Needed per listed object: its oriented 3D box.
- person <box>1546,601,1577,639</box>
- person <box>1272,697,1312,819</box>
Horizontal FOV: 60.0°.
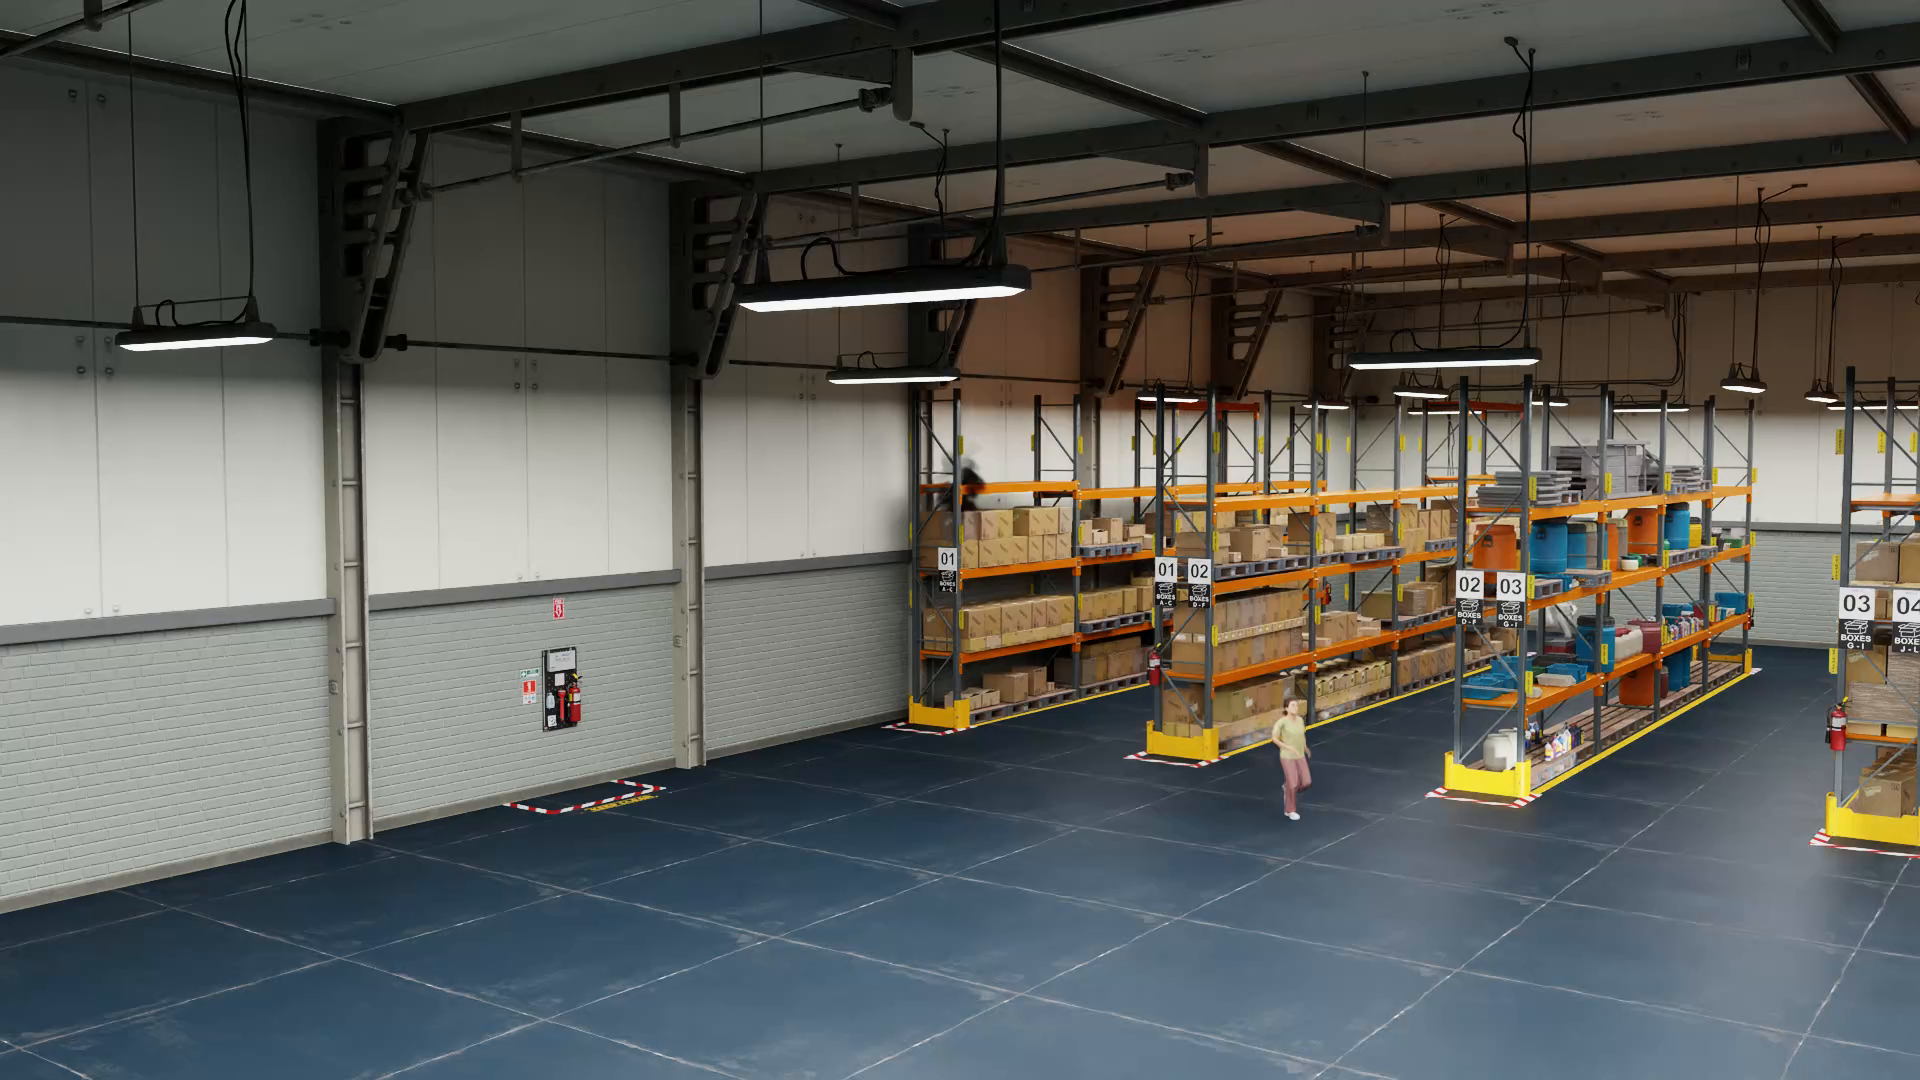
[{"bbox_3d":[14.286,1.917,39.221,0.649,1.647,0.901,-1,3,-14],"label":"person"},{"bbox_3d":[4.458,2.922,22.342,0.581,1.629,0.556,-1,4,-24],"label":"person"}]
